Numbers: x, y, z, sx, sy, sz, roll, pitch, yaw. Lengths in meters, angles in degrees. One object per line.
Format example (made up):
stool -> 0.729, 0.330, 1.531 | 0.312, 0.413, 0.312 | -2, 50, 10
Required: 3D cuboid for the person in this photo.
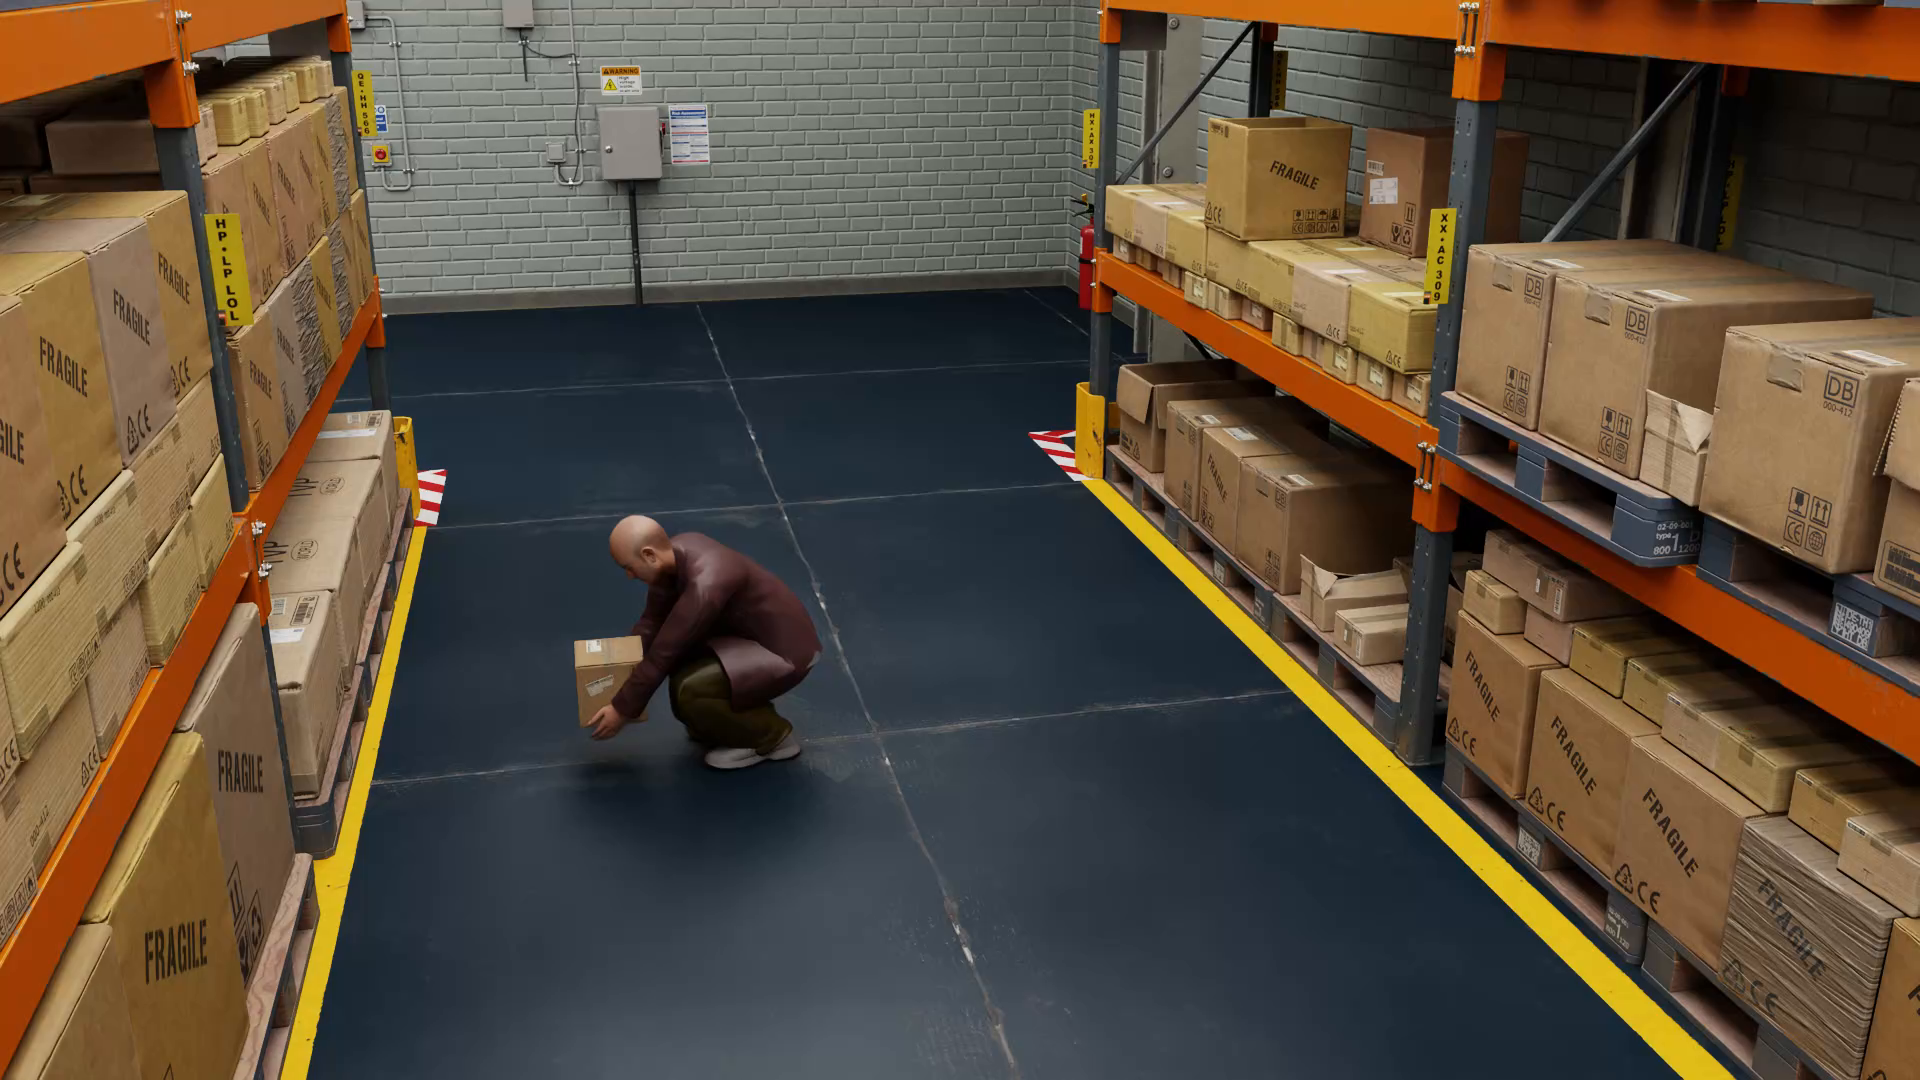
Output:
person -> -0.971, 0.349, 6.285 | 0.899, 0.997, 0.594 | -4, 20, -13
